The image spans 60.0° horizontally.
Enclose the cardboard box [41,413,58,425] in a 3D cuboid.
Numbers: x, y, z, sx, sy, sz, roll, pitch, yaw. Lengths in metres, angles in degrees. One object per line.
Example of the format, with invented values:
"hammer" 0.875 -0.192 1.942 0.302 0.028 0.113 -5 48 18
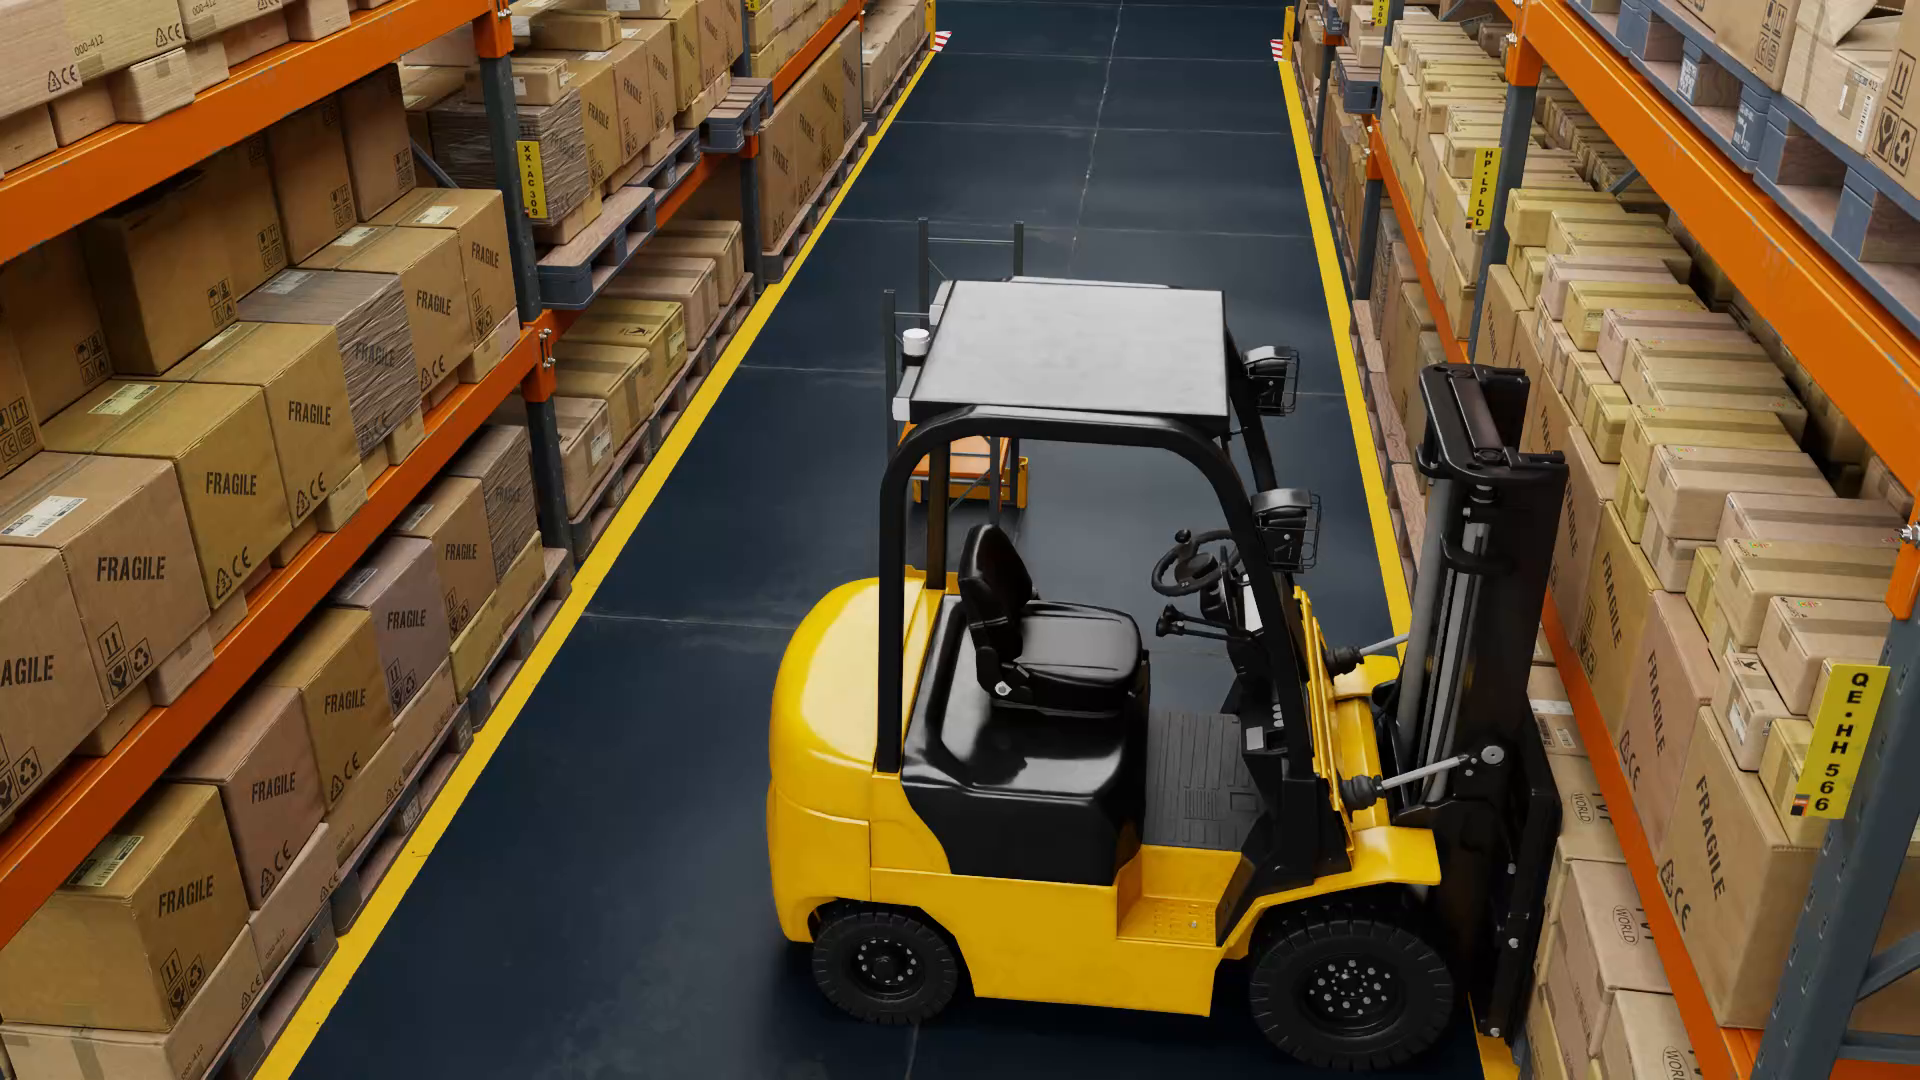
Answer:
"cardboard box" -2.905 -0.191 5.024 0.500 0.500 0.500 3 28 6

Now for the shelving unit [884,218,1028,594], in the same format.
"shelving unit" -0.009 -0.624 7.828 0.587 1.500 1.083 3 28 6

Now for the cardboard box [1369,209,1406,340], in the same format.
"cardboard box" 2.988 -1.600 10.118 0.875 0.625 0.625 4 29 8

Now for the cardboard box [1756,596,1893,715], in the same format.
"cardboard box" 1.932 0.253 3.514 0.380 0.149 0.250 3 28 6

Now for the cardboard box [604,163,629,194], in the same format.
"cardboard box" -1.887 -1.847 8.337 0.380 0.149 0.250 4 29 7

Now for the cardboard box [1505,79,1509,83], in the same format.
"cardboard box" 3.238 -2.439 9.246 0.500 0.250 0.500 4 29 7

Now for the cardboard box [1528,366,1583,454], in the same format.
"cardboard box" 2.166 -0.236 5.420 0.500 0.500 0.500 3 28 6

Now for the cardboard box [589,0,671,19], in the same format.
"cardboard box" -1.769 -2.899 8.923 0.380 0.149 0.250 2 28 4

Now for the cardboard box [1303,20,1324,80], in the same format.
"cardboard box" 3.582 -4.678 15.963 0.500 0.500 0.500 4 29 7

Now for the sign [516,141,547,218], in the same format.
"sign" -1.800 -1.510 6.978 0.100 0.325 0.005 3 28 6

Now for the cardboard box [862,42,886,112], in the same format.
"cardboard box" -1.175 -4.269 15.270 0.875 0.438 0.875 3 28 5

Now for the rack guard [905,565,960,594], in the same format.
"rack guard" -0.070 0.160 7.689 0.587 0.250 0.087 3 28 6

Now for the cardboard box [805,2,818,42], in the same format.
"cardboard box" -1.367 -3.912 12.506 0.500 0.250 0.500 3 28 6

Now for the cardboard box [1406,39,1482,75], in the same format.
"cardboard box" 2.709 -2.702 9.313 0.380 0.149 0.250 4 29 8

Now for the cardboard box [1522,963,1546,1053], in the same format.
"cardboard box" 1.982 1.330 5.075 0.500 0.250 0.500 4 29 7

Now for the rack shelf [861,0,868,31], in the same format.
"rack shelf" -1.114 -5.548 16.143 1.077 0.370 4.000 3 28 6

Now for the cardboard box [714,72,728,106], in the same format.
"cardboard box" -1.603 -2.695 9.911 0.380 0.149 0.250 3 28 6

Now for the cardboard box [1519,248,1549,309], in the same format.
"cardboard box" 2.257 -0.943 6.049 0.380 0.149 0.250 4 29 7

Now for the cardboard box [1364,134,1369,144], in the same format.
"cardboard box" 3.043 -2.744 11.689 0.380 0.149 0.250 4 29 8

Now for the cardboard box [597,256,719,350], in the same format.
"cardboard box" -2.011 -1.455 10.116 0.950 0.372 0.625 3 28 5

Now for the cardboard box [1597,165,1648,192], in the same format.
"cardboard box" 2.929 -1.476 7.038 0.380 0.149 0.250 2 28 5

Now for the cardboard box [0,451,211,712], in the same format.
"cardboard box" -2.436 0.100 4.483 0.500 0.500 0.500 4 29 8

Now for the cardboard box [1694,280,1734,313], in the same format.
"cardboard box" 2.766 -0.790 5.764 0.380 0.149 0.250 4 29 7

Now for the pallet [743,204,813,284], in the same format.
"pallet" -1.678 -2.179 12.072 1.003 0.211 1.213 3 28 6

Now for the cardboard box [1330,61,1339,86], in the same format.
"cardboard box" 3.260 -3.853 13.748 0.380 0.149 0.250 5 29 9

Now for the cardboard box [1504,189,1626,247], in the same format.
"cardboard box" 2.254 -1.198 6.208 0.380 0.149 0.250 4 29 7

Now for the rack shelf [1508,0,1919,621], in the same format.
"rack shelf" 2.343 -0.933 4.415 1.077 0.370 4.000 3 28 6

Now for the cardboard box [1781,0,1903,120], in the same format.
"cardboard box" 1.929 -1.005 3.384 0.396 0.266 0.258 3 29 6

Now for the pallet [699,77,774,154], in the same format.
"pallet" -1.831 -2.614 10.141 1.213 0.211 1.003 3 28 6

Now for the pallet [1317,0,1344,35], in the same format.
"pallet" 3.362 -4.182 13.052 1.003 0.211 1.213 3 28 6

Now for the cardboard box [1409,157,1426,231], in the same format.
"cardboard box" 2.593 -1.769 8.529 0.500 0.250 0.500 4 29 8

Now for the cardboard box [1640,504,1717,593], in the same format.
"cardboard box" 1.984 0.018 4.264 0.380 0.149 0.250 2 28 5

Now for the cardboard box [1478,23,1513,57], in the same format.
"cardboard box" 3.239 -2.918 9.714 0.380 0.149 0.250 4 29 8

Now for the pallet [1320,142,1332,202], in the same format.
"pallet" 3.506 -3.023 13.639 1.003 0.211 1.213 3 28 6

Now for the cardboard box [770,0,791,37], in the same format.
"cardboard box" -1.477 -3.661 11.515 0.500 0.250 0.500 4 29 7

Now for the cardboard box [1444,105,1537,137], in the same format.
"cardboard box" 2.536 -1.977 7.968 0.380 0.149 0.250 4 29 7

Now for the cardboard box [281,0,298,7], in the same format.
"cardboard box" -2.264 -1.842 5.188 0.500 0.250 0.500 3 28 5

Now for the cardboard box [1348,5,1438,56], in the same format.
"cardboard box" 2.886 -3.388 11.091 0.500 0.250 0.500 2 28 4

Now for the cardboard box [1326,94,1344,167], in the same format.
"cardboard box" 3.230 -3.255 13.321 0.500 0.500 0.500 3 28 6

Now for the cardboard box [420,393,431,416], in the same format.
"cardboard box" -2.253 -0.525 6.327 0.380 0.149 0.250 3 28 5

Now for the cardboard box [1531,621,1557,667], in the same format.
"cardboard box" 2.095 0.400 5.748 0.500 0.250 0.500 4 29 8

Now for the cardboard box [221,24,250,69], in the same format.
"cardboard box" -2.359 -1.479 4.934 0.380 0.149 0.250 3 28 6

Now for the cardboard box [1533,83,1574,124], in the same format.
"cardboard box" 3.070 -2.194 8.371 0.380 0.149 0.250 4 29 8

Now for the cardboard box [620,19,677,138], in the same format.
"cardboard box" -1.810 -2.431 8.738 0.500 0.500 0.500 2 28 4

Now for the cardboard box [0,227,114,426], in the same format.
"cardboard box" -2.953 -0.626 4.777 0.700 0.500 0.500 3 28 6

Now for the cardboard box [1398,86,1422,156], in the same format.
"cardboard box" 2.636 -2.232 8.861 0.500 0.250 0.500 3 28 5

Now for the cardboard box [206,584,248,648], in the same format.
"cardboard box" -2.377 0.208 4.966 0.380 0.149 0.250 4 29 8

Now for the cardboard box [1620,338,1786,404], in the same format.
"cardboard box" 2.162 -0.469 4.855 0.380 0.149 0.250 3 29 6

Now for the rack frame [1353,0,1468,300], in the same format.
"rack frame" 3.078 -2.753 10.198 1.000 3.000 0.127 3 28 6

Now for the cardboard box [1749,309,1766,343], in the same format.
"cardboard box" 2.737 -0.680 5.246 0.380 0.149 0.250 3 28 5

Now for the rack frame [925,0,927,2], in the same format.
"rack frame" -0.869 -6.806 17.720 1.000 3.000 0.127 3 28 6

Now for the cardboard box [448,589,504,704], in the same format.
"cardboard box" -2.200 0.414 6.776 0.500 0.250 0.500 3 28 5

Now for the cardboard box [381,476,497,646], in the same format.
"cardboard box" -2.206 0.072 6.619 0.500 0.500 0.500 4 29 7

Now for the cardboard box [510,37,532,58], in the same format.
"cardboard box" -2.382 -2.224 8.353 0.500 0.500 0.500 4 29 8

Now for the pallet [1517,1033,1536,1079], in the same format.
"pallet" 2.150 1.878 4.542 1.003 0.211 1.213 3 28 6
